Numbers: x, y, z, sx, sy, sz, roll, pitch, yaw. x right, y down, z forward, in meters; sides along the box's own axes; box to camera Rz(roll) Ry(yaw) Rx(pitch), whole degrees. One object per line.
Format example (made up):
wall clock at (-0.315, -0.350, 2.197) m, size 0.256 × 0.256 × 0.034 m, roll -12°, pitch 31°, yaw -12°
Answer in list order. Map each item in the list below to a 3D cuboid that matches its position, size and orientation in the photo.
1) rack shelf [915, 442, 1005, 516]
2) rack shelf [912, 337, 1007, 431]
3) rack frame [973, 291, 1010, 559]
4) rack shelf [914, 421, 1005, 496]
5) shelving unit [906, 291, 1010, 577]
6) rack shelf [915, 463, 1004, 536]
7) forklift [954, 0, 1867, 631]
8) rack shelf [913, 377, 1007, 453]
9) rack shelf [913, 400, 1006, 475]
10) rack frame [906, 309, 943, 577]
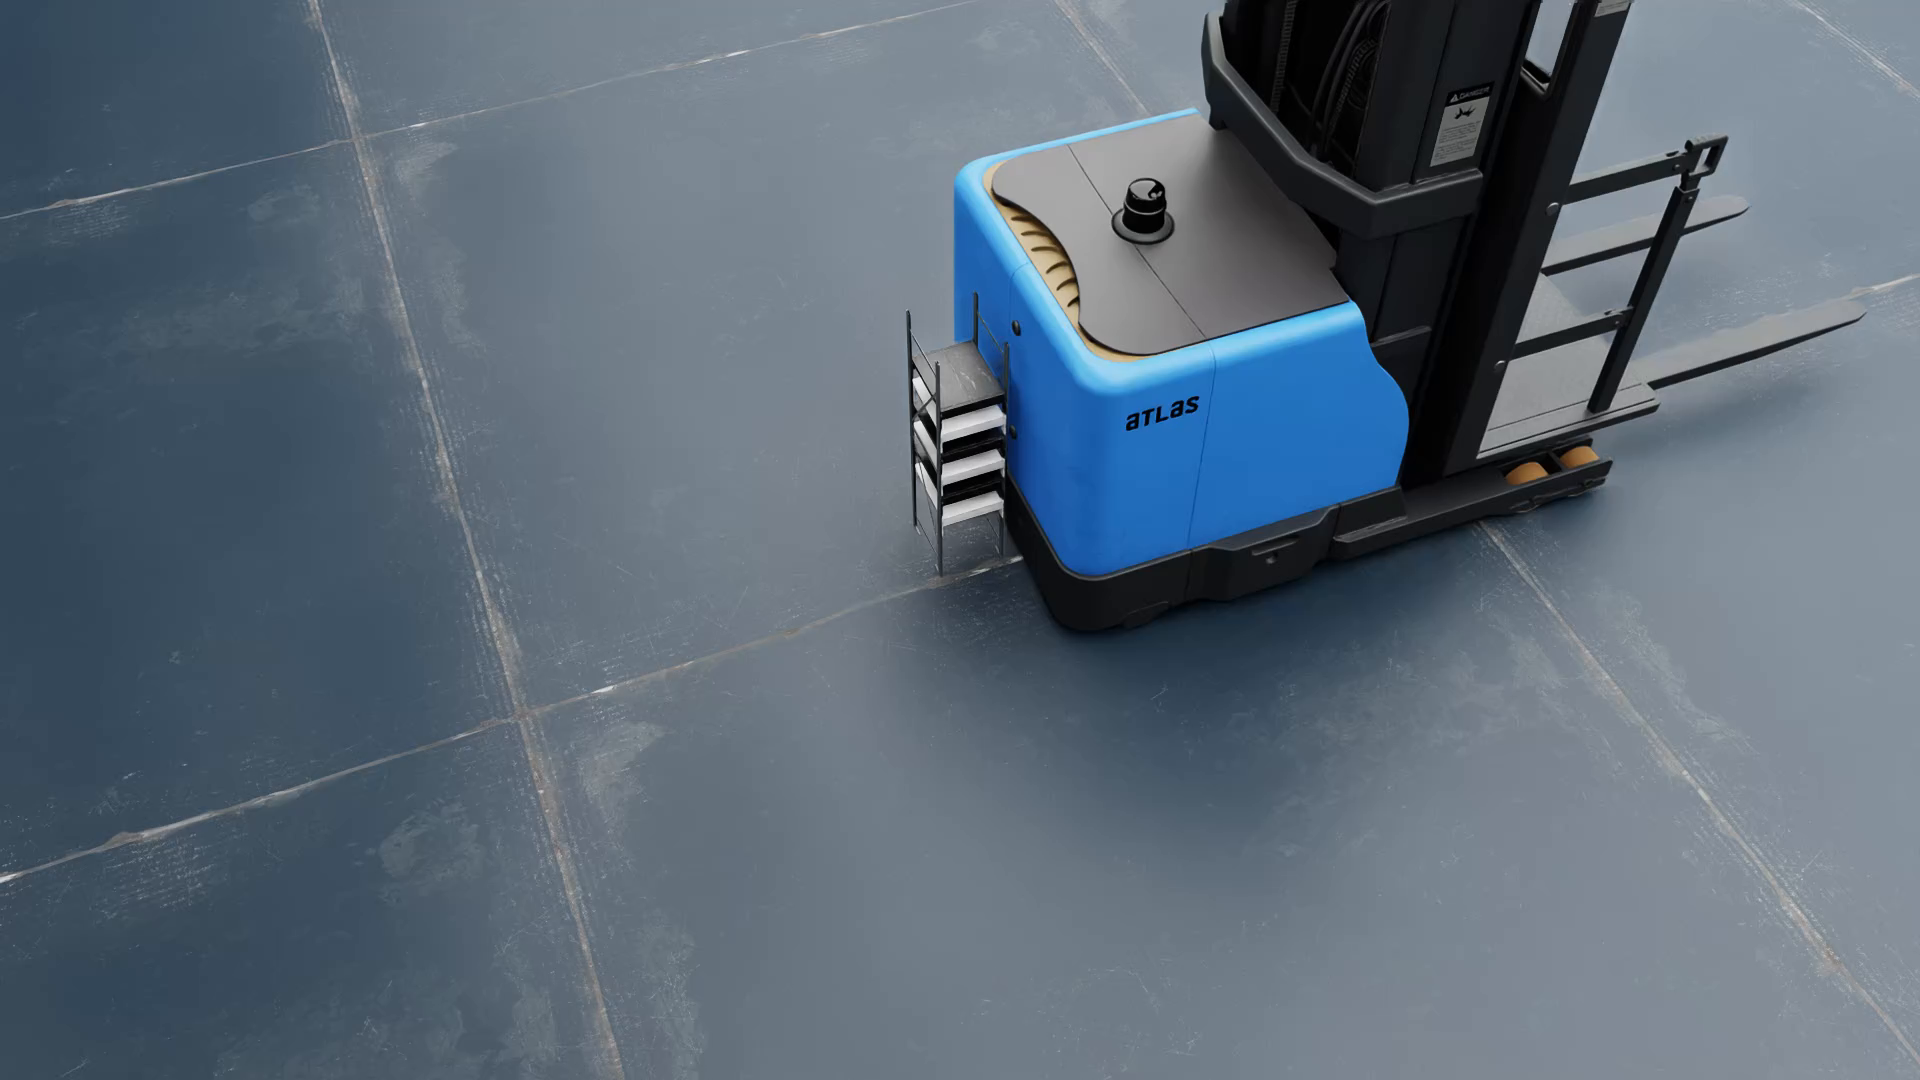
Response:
rack shelf at (-0.008, -0.211, 5.000) m, size 0.200 × 0.077 × 0.258 m, roll -17°, pitch 52°, yaw -14°
rack shelf at (-0.008, -0.445, 4.727) m, size 0.200 × 0.077 × 0.258 m, roll -17°, pitch 52°, yaw -14°
rack frame at (0.087, -0.320, 4.932) m, size 0.006 × 0.900 × 0.240 m, roll -17°, pitch 52°, yaw -14°
rack shelf at (-0.008, -0.269, 4.932) m, size 0.200 × 0.077 × 0.258 m, roll -17°, pitch 52°, yaw -14°
shelving unit at (-0.008, -0.291, 4.907) m, size 0.210 × 0.900 × 0.258 m, roll -17°, pitch 52°, yaw -14°
rack shelf at (-0.008, -0.152, 5.068) m, size 0.200 × 0.077 × 0.258 m, roll -17°, pitch 52°, yaw -14°
forklift at (1.539, -1.401, 4.521) m, size 3.031 × 2.935 × 1.130 m, roll -16°, pitch 51°, yaw -14°
rack shelf at (-0.008, -0.386, 4.795) m, size 0.200 × 0.077 × 0.258 m, roll -17°, pitch 52°, yaw -14°
rack shelf at (-0.008, -0.328, 4.864) m, size 0.200 × 0.077 × 0.258 m, roll -17°, pitch 52°, yaw -14°
rack frame at (-0.102, -0.262, 4.882) m, size 0.006 × 0.900 × 0.240 m, roll -17°, pitch 52°, yaw -14°
